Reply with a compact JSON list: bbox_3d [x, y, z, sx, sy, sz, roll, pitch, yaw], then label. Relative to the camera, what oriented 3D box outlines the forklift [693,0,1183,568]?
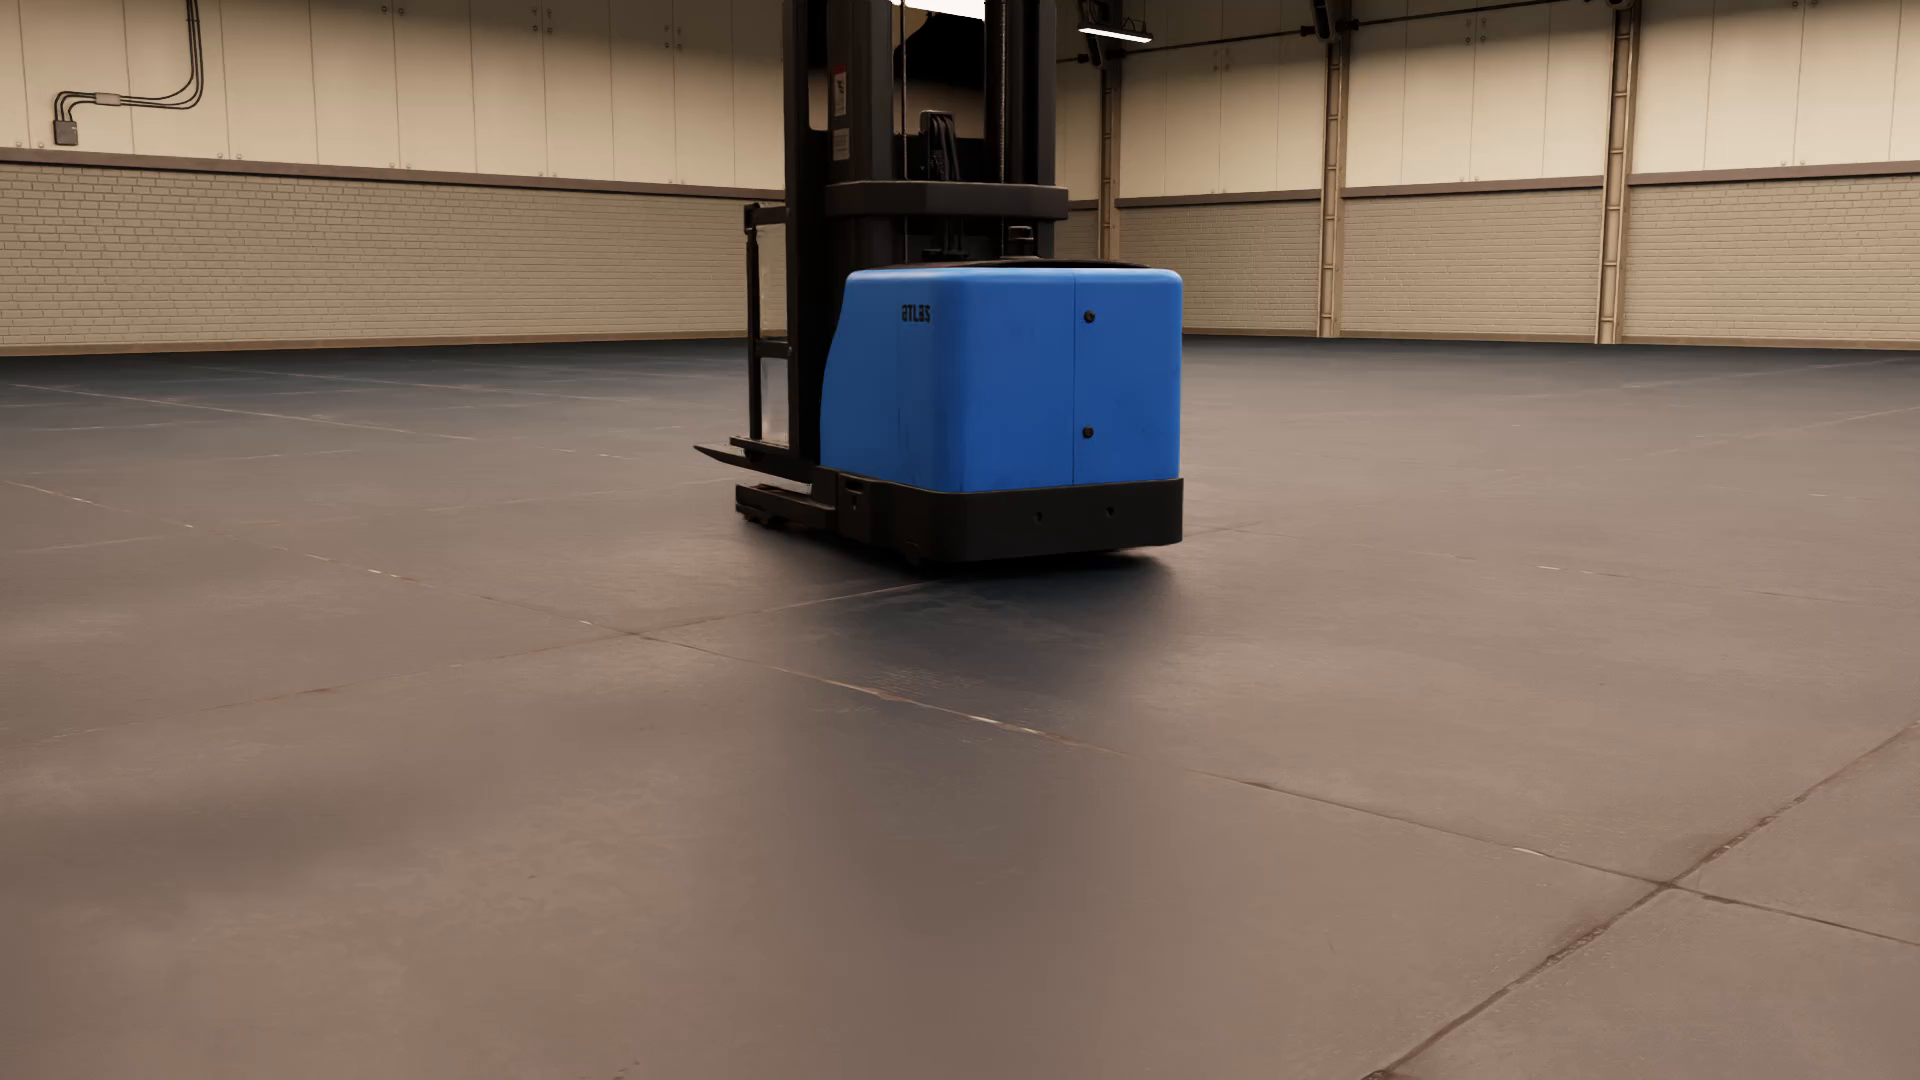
[{"bbox_3d":[-0.322,-1.530,7.038,1.130,2.935,3.031,-5,10,-28],"label":"forklift"}]
